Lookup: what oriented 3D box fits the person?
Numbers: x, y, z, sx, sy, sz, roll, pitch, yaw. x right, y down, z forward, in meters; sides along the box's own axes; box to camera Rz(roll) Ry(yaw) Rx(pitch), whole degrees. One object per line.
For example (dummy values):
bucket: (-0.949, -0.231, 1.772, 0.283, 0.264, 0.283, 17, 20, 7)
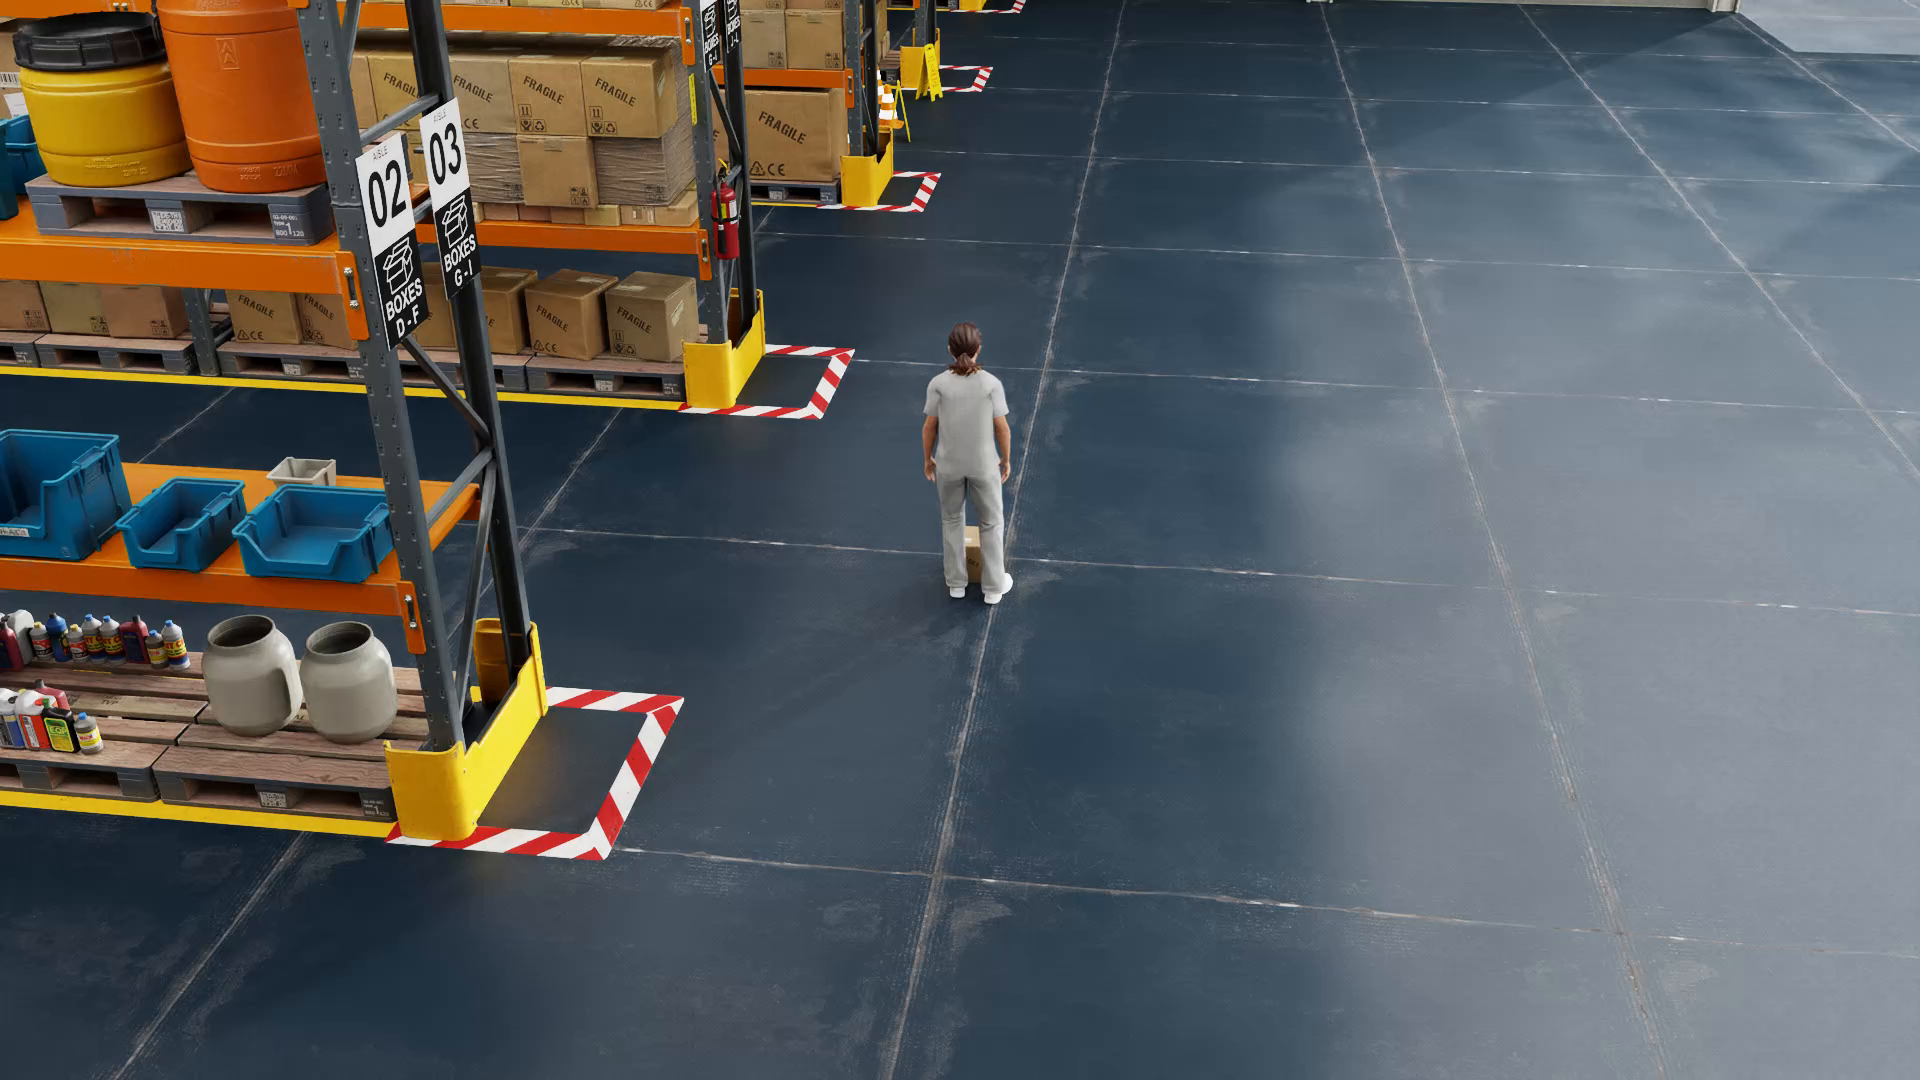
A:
person: (0.049, -0.434, 9.424, 0.511, 1.673, 0.407, 2, 29, 4)
